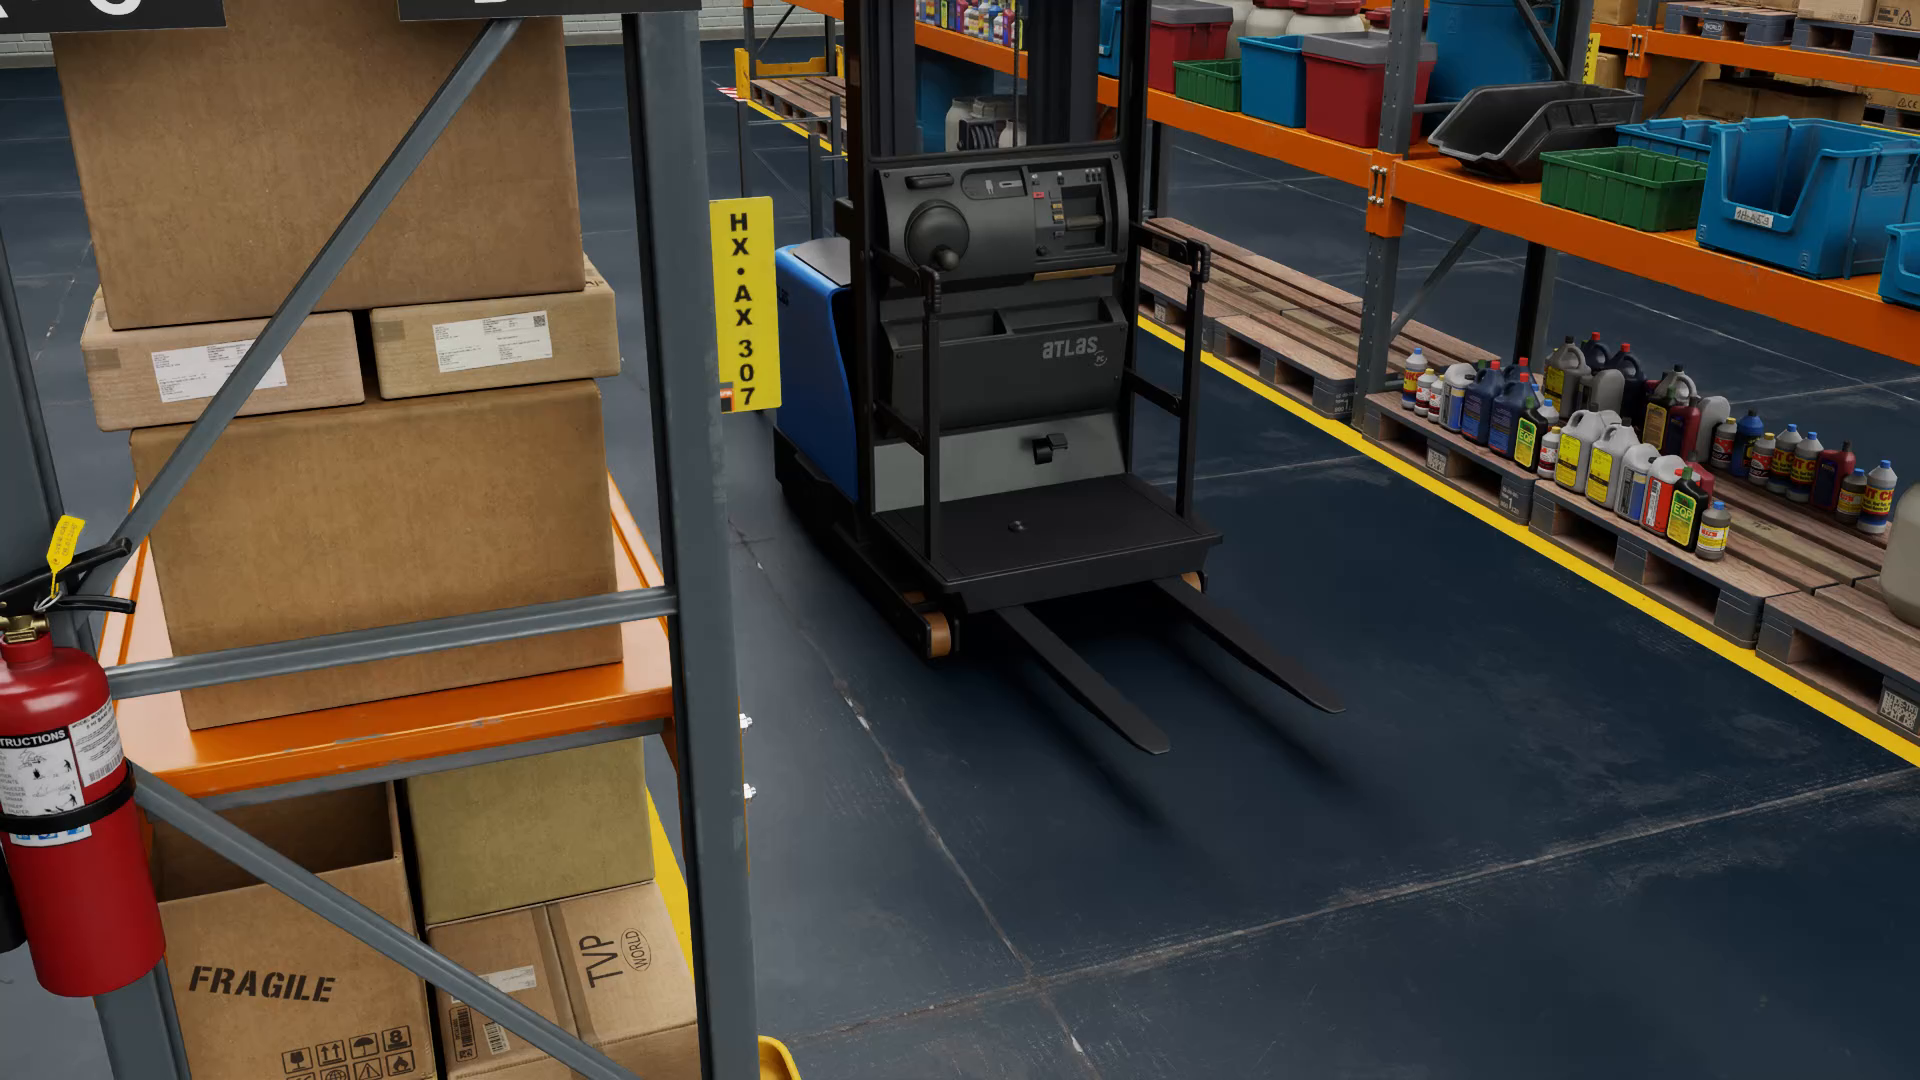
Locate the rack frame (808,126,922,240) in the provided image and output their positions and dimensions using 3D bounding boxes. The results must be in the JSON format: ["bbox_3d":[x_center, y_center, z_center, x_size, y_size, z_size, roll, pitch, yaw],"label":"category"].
[{"bbox_3d":[-0.395,-1.022,7.243,0.500,1.500,0.032,-10,25,-22],"label":"rack frame"}]

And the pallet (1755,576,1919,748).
[{"bbox_3d":[3.436,0.448,5.415,1.003,0.211,1.213,-8,24,-19],"label":"pallet"}]

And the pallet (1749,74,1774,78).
[{"bbox_3d":[8.589,-5.157,18.715,1.003,0.211,1.213,-8,24,-19],"label":"pallet"}]

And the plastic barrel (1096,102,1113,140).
[{"bbox_3d":[0.774,-2.795,11.774,0.600,0.830,0.708,-8,24,-19],"label":"plastic barrel"}]

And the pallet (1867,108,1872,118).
[{"bbox_3d":[9.136,-4.636,17.477,1.003,0.211,1.213,-8,24,-19],"label":"pallet"}]

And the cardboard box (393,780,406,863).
[{"bbox_3d":[-1.678,0.716,4.188,0.500,0.250,0.500,-8,24,-19],"label":"cardboard box"}]

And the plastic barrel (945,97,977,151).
[{"bbox_3d":[0.092,-3.252,13.267,0.421,0.512,0.421,0,23,0],"label":"plastic barrel"}]

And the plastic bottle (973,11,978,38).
[{"bbox_3d":[0.144,-3.729,11.990,0.097,0.201,0.097,0,23,0],"label":"plastic bottle"}]

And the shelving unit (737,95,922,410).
[{"bbox_3d":[-0.599,-1.202,7.672,0.538,1.500,1.048,-10,25,-22],"label":"shelving unit"}]

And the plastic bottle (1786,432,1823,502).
[{"bbox_3d":[3.319,-0.291,6.525,0.097,0.271,0.097,0,23,0],"label":"plastic bottle"}]

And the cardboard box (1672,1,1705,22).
[{"bbox_3d":[5.680,-4.366,13.118,0.500,0.500,0.500,-8,24,-17],"label":"cardboard box"}]

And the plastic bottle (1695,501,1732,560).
[{"bbox_3d":[2.730,-0.040,6.020,0.097,0.201,0.097,0,23,0],"label":"plastic bottle"}]

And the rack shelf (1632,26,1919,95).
[{"bbox_3d":[6.303,-3.048,11.045,1.077,0.370,4.000,-8,24,-19],"label":"rack shelf"}]

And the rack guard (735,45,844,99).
[{"bbox_3d":[-1.884,-5.188,18.416,1.175,0.500,0.348,-8,24,-19],"label":"rack guard"}]

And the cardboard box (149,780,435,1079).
[{"bbox_3d":[-1.314,0.733,3.184,0.500,0.500,0.500,-8,24,-19],"label":"cardboard box"}]

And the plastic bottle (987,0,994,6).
[{"bbox_3d":[0.236,-4.333,13.334,0.097,0.271,0.097,0,23,0],"label":"plastic bottle"}]

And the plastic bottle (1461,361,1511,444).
[{"bbox_3d":[2.273,-0.605,7.167,0.144,0.351,0.185,-8,24,-18],"label":"plastic bottle"}]

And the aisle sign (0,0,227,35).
[{"bbox_3d":[-1.098,-0.975,1.855,0.394,0.787,0.004,-8,24,-19],"label":"aisle sign"}]

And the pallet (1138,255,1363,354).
[{"bbox_3d":[1.628,-1.412,9.829,1.003,0.211,1.213,-8,24,-19],"label":"pallet"}]

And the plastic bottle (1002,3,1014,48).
[{"bbox_3d":[0.340,-3.545,11.449,0.061,0.283,0.133,-8,24,-19],"label":"plastic bottle"}]

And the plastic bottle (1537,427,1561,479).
[{"bbox_3d":[2.418,-0.361,6.782,0.097,0.201,0.097,0,23,0],"label":"plastic bottle"}]

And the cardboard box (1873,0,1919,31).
[{"bbox_3d":[6.311,-3.511,10.544,0.797,0.503,0.637,-6,24,-14],"label":"cardboard box"}]

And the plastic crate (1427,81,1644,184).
[{"bbox_3d":[2.442,-1.737,7.089,0.767,0.338,0.504,-8,24,-19],"label":"plastic crate"}]

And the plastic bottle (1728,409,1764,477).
[{"bbox_3d":[3.212,-0.401,6.786,0.097,0.271,0.097,0,23,0],"label":"plastic bottle"}]

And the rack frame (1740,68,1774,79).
[{"bbox_3d":[8.860,-6.203,17.606,1.000,3.000,0.127,-8,24,-19],"label":"rack frame"}]

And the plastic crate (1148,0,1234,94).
[{"bbox_3d":[1.248,-2.827,9.512,0.402,0.464,0.583,-8,24,-19],"label":"plastic crate"}]

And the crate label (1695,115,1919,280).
[{"bbox_3d":[2.886,-1.168,5.613,0.502,0.435,0.616,-8,24,-19],"label":"crate label"}]

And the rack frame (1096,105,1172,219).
[{"bbox_3d":[0.963,-3.426,11.018,1.000,3.000,0.127,-8,24,-19],"label":"rack frame"}]

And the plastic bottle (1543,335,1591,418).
[{"bbox_3d":[2.738,-0.741,7.490,0.144,0.351,0.185,-8,24,-19],"label":"plastic bottle"}]

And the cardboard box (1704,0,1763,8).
[{"bbox_3d":[5.825,-4.155,12.076,0.500,0.500,0.500,-12,25,-25],"label":"cardboard box"}]

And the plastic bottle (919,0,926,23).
[{"bbox_3d":[-0.234,-4.182,12.969,0.152,0.276,0.135,-8,24,-19],"label":"plastic bottle"}]

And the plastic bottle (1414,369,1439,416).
[{"bbox_3d":[2.115,-0.673,7.522,0.097,0.201,0.097,0,23,0],"label":"plastic bottle"}]

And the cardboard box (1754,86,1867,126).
[{"bbox_3d":[6.058,-3.072,11.862,0.500,0.250,0.500,-6,23,-13],"label":"cardboard box"}]

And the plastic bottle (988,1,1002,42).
[{"bbox_3d":[0.247,-3.655,11.725,0.097,0.271,0.097,0,23,0],"label":"plastic bottle"}]

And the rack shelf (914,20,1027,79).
[{"bbox_3d":[0.257,-3.822,12.881,1.077,0.370,4.000,-8,24,-19],"label":"rack shelf"}]

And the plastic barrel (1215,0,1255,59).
[{"bbox_3d":[1.675,-2.980,9.815,0.421,0.512,0.421,0,23,0],"label":"plastic barrel"}]

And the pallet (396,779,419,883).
[{"bbox_3d":[-1.583,0.729,4.749,1.003,0.211,1.213,-8,24,-19],"label":"pallet"}]

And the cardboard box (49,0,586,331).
[{"bbox_3d":[-1.018,-0.676,2.693,0.700,0.500,0.500,-8,24,-19],"label":"cardboard box"}]

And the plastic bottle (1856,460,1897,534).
[{"bbox_3d":[3.440,-0.167,6.230,0.097,0.271,0.097,0,23,0],"label":"plastic bottle"}]

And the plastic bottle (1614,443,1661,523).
[{"bbox_3d":[2.618,-0.220,6.351,0.152,0.276,0.135,-9,24,-20],"label":"plastic bottle"}]

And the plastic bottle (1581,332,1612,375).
[{"bbox_3d":[2.873,-0.761,7.537,0.144,0.351,0.185,-9,24,-20],"label":"plastic bottle"}]

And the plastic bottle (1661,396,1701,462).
[{"bbox_3d":[3.010,-0.468,6.930,0.061,0.283,0.133,-8,24,-19],"label":"plastic bottle"}]

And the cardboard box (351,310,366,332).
[{"bbox_3d":[-1.189,-0.249,3.350,0.700,0.500,0.500,-8,24,-18],"label":"cardboard box"}]

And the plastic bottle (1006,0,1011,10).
[{"bbox_3d":[0.428,-4.275,13.190,0.152,0.276,0.135,-8,24,-19],"label":"plastic bottle"}]

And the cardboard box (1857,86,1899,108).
[{"bbox_3d":[9.259,-4.560,16.384,0.500,0.500,0.500,-8,24,-18],"label":"cardboard box"}]

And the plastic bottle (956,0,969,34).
[{"bbox_3d":[0.017,-3.876,12.235,0.061,0.283,0.133,-8,24,-19],"label":"plastic bottle"}]

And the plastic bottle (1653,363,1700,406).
[{"bbox_3d":[3.055,-0.574,7.093,0.144,0.351,0.185,-8,24,-19],"label":"plastic bottle"}]

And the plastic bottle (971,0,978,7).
[{"bbox_3d":[0.087,-3.963,12.442,0.061,0.283,0.133,-8,24,-19],"label":"plastic bottle"}]

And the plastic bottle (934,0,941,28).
[{"bbox_3d":[-0.112,-4.087,12.647,0.144,0.351,0.185,-8,24,-19],"label":"plastic bottle"}]

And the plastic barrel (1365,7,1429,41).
[{"bbox_3d":[2.243,-2.413,8.439,0.433,0.535,0.433,0,23,0],"label":"plastic barrel"}]

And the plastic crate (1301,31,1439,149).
[{"bbox_3d":[1.919,-2.137,7.875,0.402,0.464,0.583,-8,24,-19],"label":"plastic crate"}]

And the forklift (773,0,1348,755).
[{"bbox_3d":[0.251,-1.127,5.650,1.130,2.935,3.031,-10,25,-22],"label":"forklift"}]

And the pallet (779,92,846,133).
[{"bbox_3d":[-1.181,-4.301,16.682,1.003,0.211,1.213,-8,24,-19],"label":"pallet"}]

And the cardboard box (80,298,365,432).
[{"bbox_3d":[-1.159,-0.299,2.634,0.380,0.149,0.250,-9,24,-20],"label":"cardboard box"}]

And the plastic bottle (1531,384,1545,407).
[{"bbox_3d":[2.437,-0.532,7.097,0.097,0.271,0.097,0,23,0],"label":"plastic bottle"}]
